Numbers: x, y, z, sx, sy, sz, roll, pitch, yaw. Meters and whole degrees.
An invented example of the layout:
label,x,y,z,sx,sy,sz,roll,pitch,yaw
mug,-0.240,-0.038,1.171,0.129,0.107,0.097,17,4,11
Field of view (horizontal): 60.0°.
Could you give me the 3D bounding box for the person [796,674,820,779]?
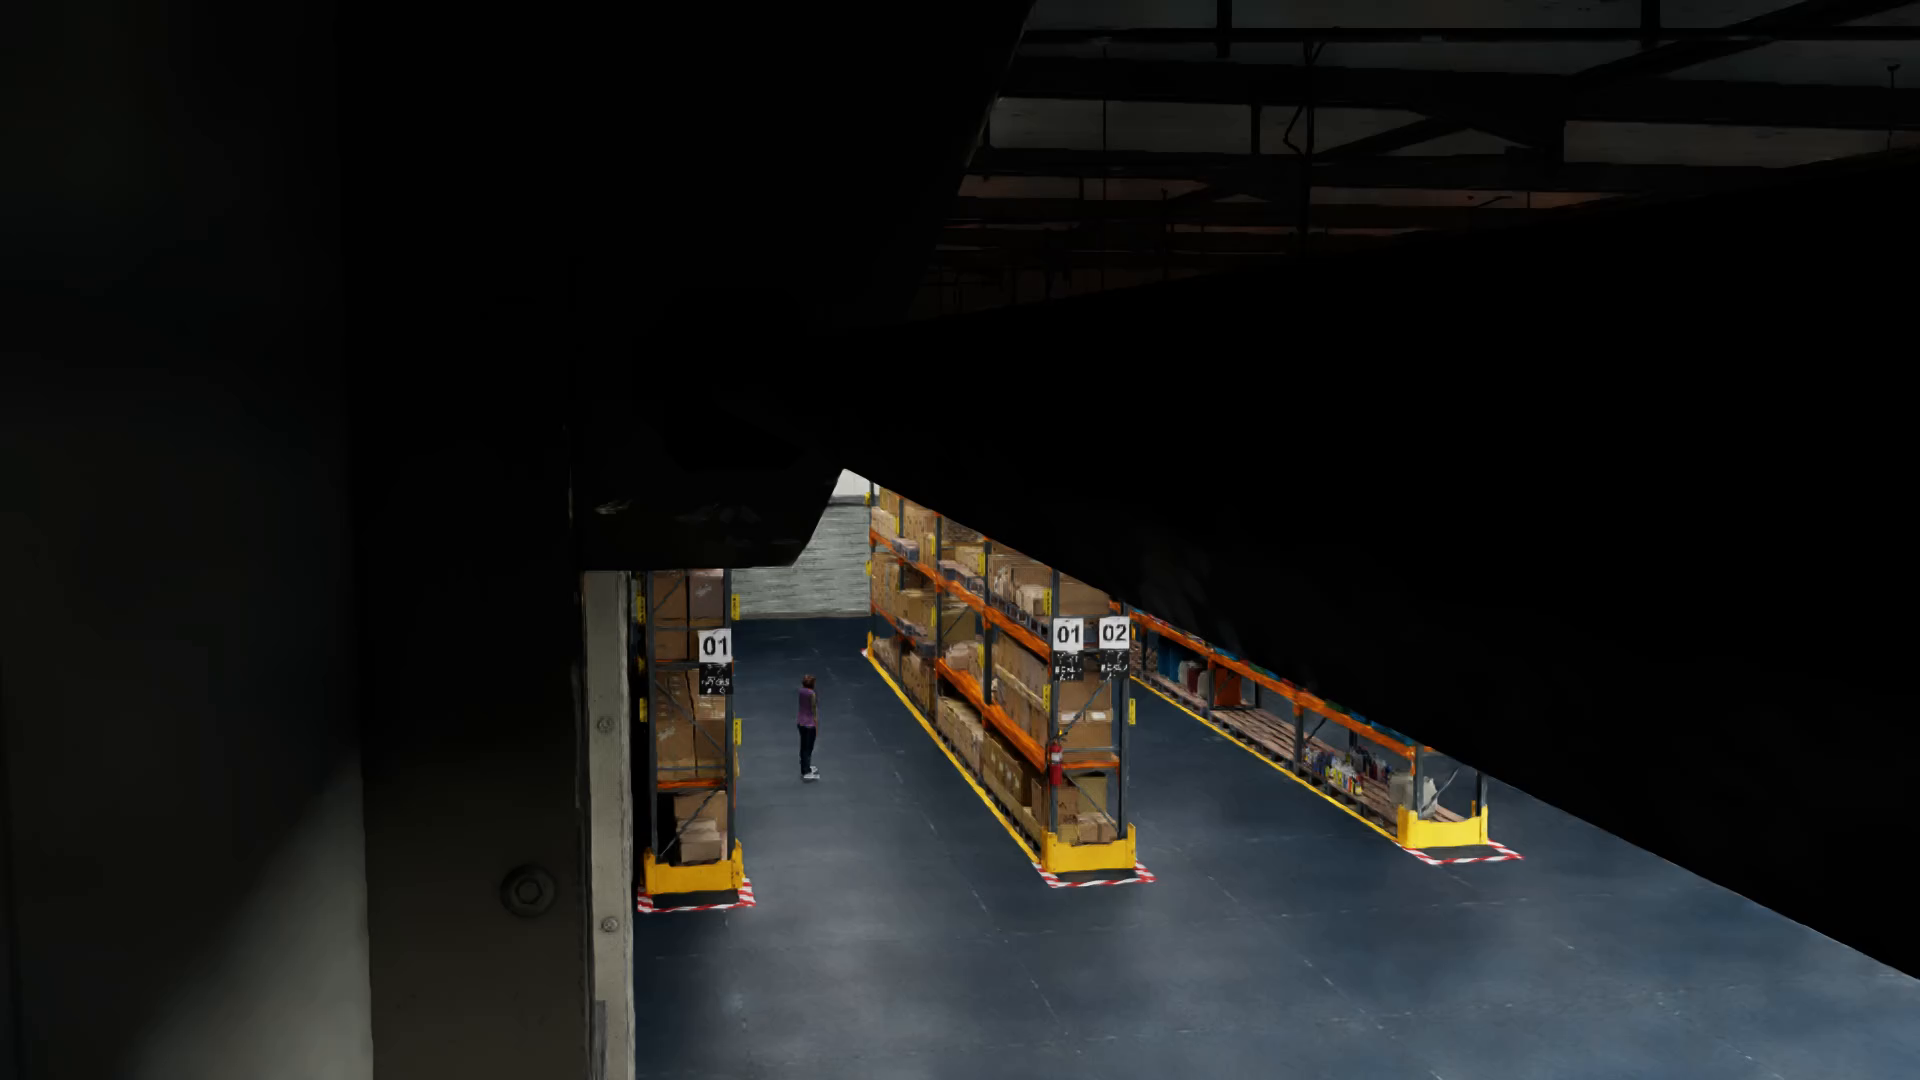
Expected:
label,x,y,z,sx,sy,sz,roll,pitch,yaw
person,-2.309,2.850,25.610,0.419,1.603,0.504,-5,8,-38
